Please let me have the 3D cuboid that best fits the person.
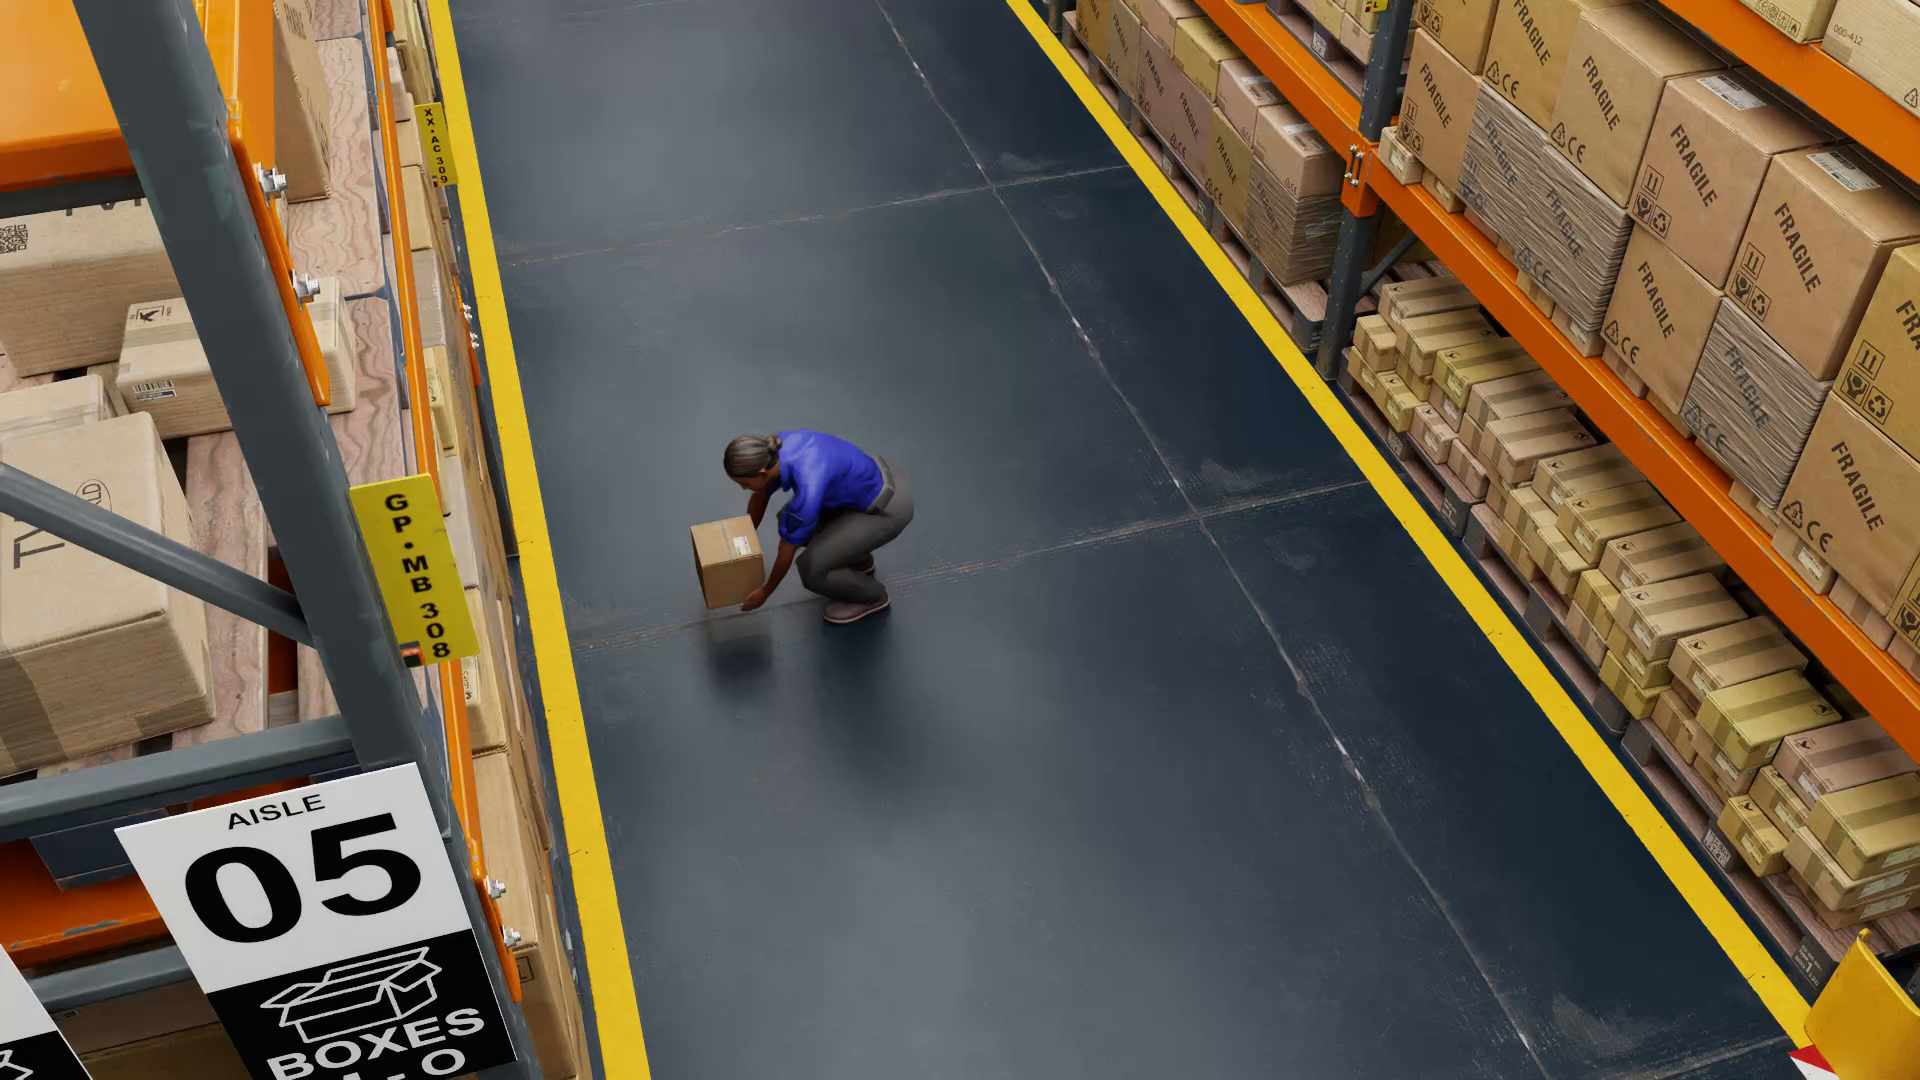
[{"bbox_3d":[-0.574,-0.095,6.770,0.796,0.988,0.490,-12,44,-13],"label":"person"}]
